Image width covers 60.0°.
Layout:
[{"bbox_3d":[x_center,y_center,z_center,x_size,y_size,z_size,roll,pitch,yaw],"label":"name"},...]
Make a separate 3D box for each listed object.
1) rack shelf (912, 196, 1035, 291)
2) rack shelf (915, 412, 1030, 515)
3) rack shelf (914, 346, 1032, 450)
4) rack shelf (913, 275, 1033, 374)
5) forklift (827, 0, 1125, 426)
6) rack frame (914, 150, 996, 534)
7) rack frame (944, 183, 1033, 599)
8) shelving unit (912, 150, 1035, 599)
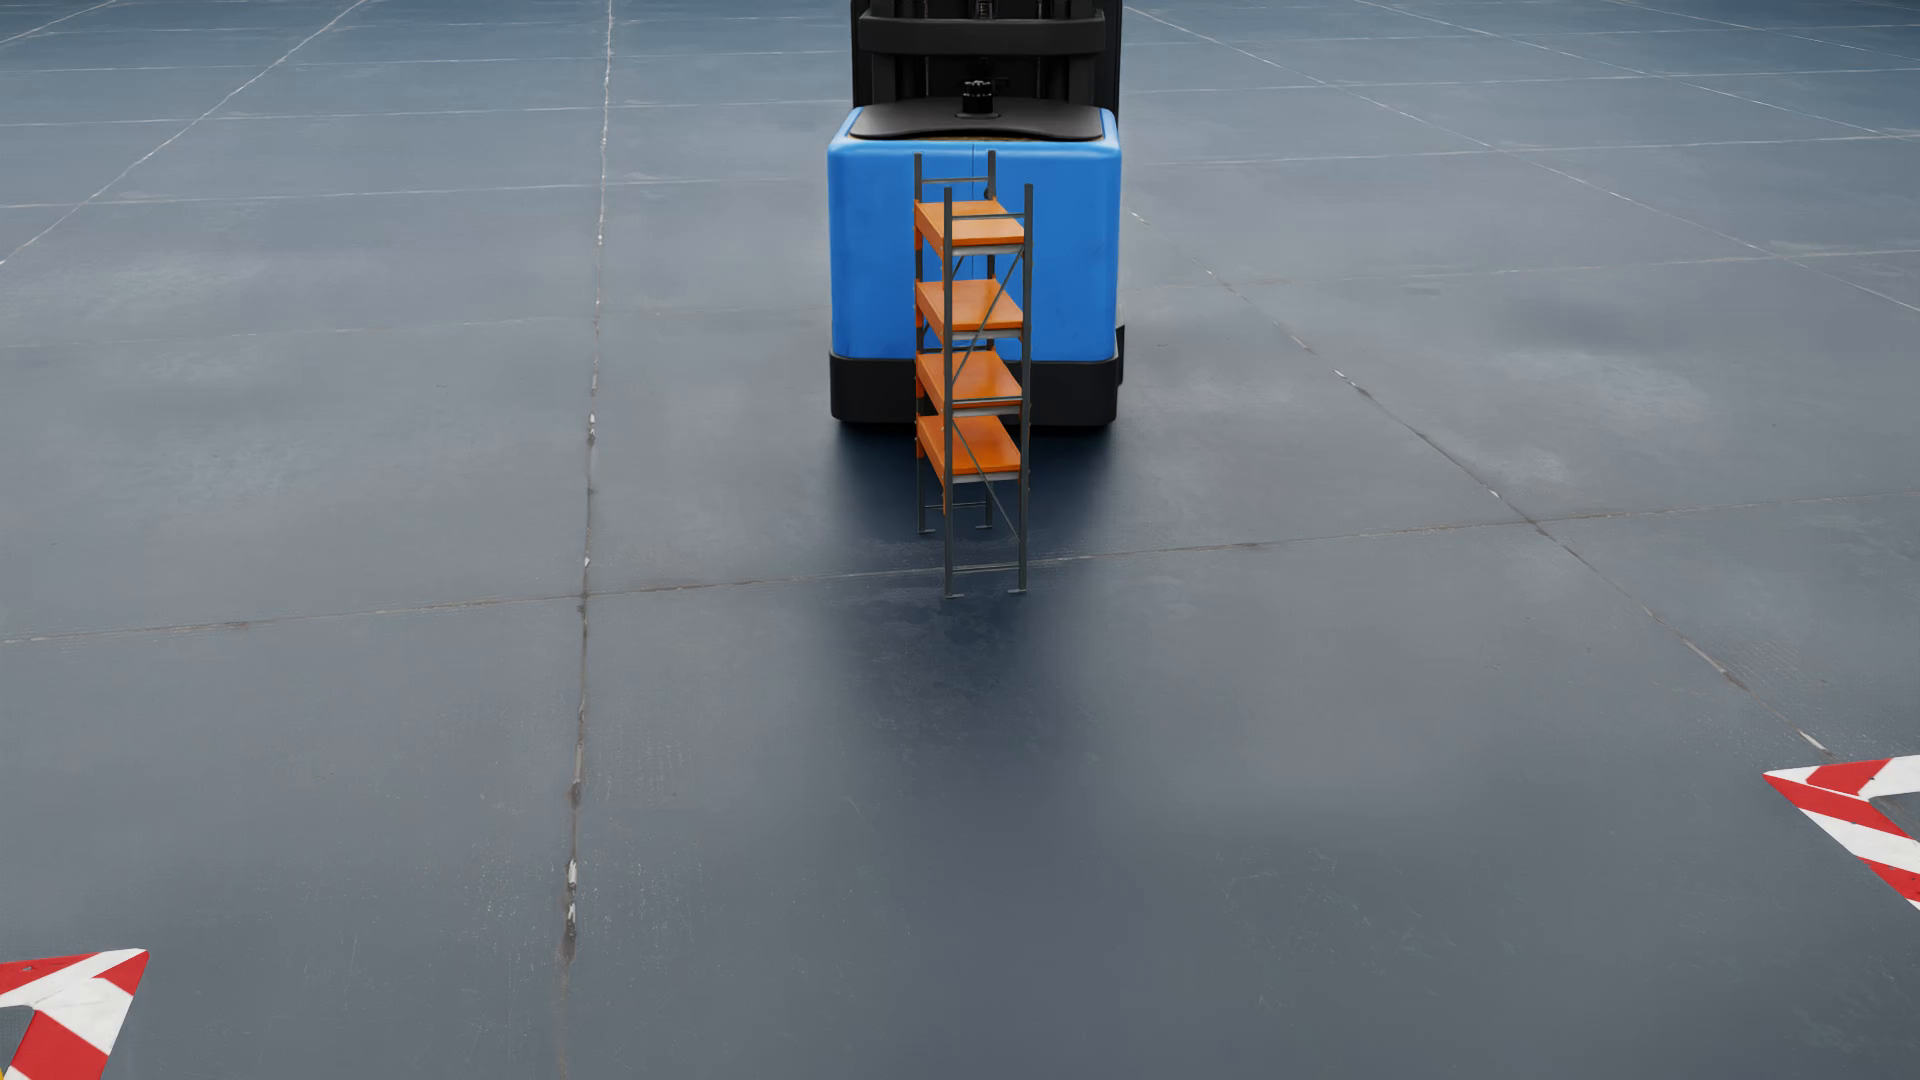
[{"bbox_3d":[0.031,-0.845,4.704,0.258,0.148,0.480,-4,24,-10],"label":"rack shelf"},{"bbox_3d":[0.031,-0.241,4.967,0.258,0.148,0.480,-4,24,-10],"label":"rack shelf"},{"bbox_3d":[0.031,-0.423,4.888,0.258,0.148,0.480,-4,24,-10],"label":"rack shelf"},{"bbox_3d":[0.031,-0.628,4.798,0.258,0.148,0.480,-4,24,-10],"label":"rack shelf"},{"bbox_3d":[0.118,-2.301,6.858,1.130,2.935,3.031,1,24,3],"label":"forklift"},{"bbox_3d":[-0.014,-0.581,5.081,0.240,1.200,0.015,-4,24,-10],"label":"rack frame"},{"bbox_3d":[0.076,-0.389,4.641,0.240,1.200,0.015,-4,24,-10],"label":"rack frame"},{"bbox_3d":[0.031,-0.485,4.861,0.258,1.200,0.503,-4,24,-10],"label":"shelving unit"}]
